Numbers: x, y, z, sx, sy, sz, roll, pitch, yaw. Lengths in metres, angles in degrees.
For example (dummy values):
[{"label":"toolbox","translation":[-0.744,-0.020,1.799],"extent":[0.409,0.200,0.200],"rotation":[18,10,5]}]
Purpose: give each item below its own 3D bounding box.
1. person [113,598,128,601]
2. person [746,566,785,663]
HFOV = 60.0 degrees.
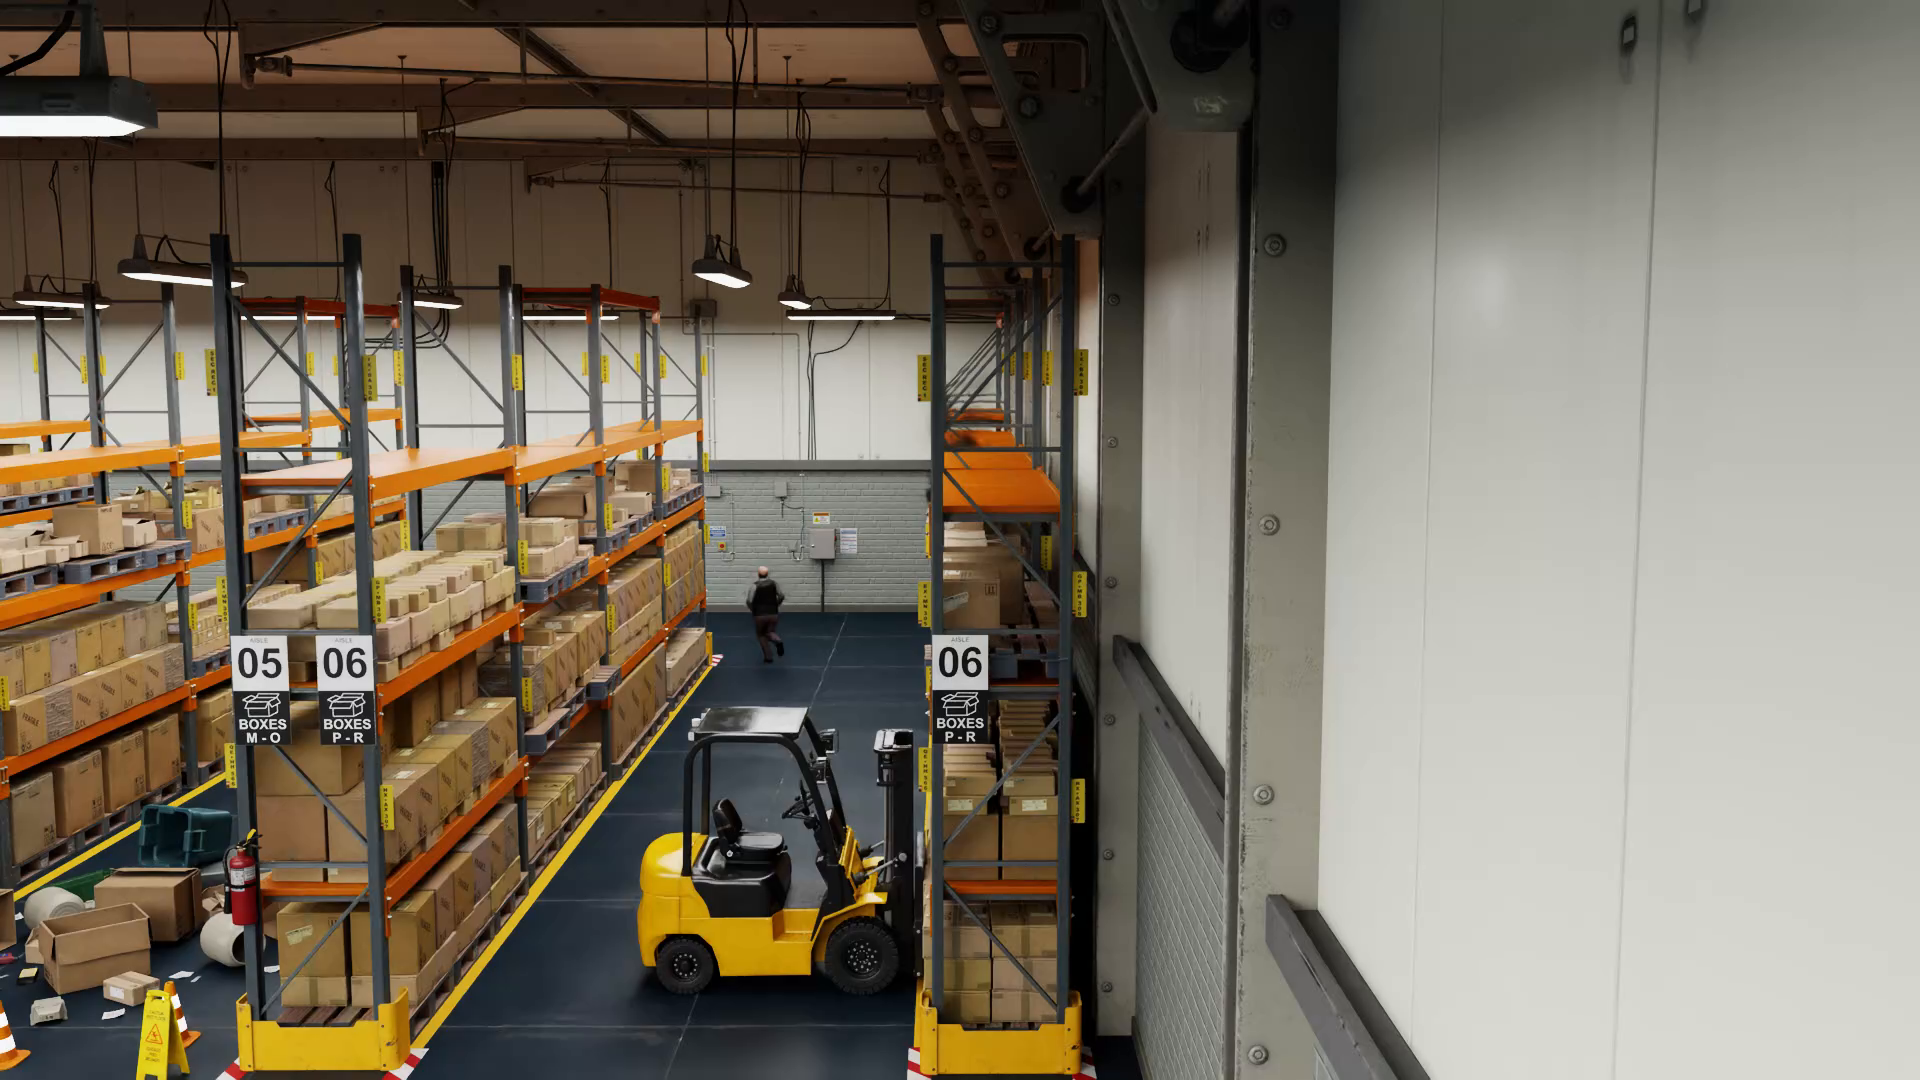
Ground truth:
[{"label":"person","translation":[-12.216,1.665,24.303],"extent":[0.617,1.664,0.695],"rotation":[-1,6,-11]},{"label":"person","translation":[-3.276,1.267,27.943],"extent":[0.665,1.665,0.620],"rotation":[-3,7,-27]}]
